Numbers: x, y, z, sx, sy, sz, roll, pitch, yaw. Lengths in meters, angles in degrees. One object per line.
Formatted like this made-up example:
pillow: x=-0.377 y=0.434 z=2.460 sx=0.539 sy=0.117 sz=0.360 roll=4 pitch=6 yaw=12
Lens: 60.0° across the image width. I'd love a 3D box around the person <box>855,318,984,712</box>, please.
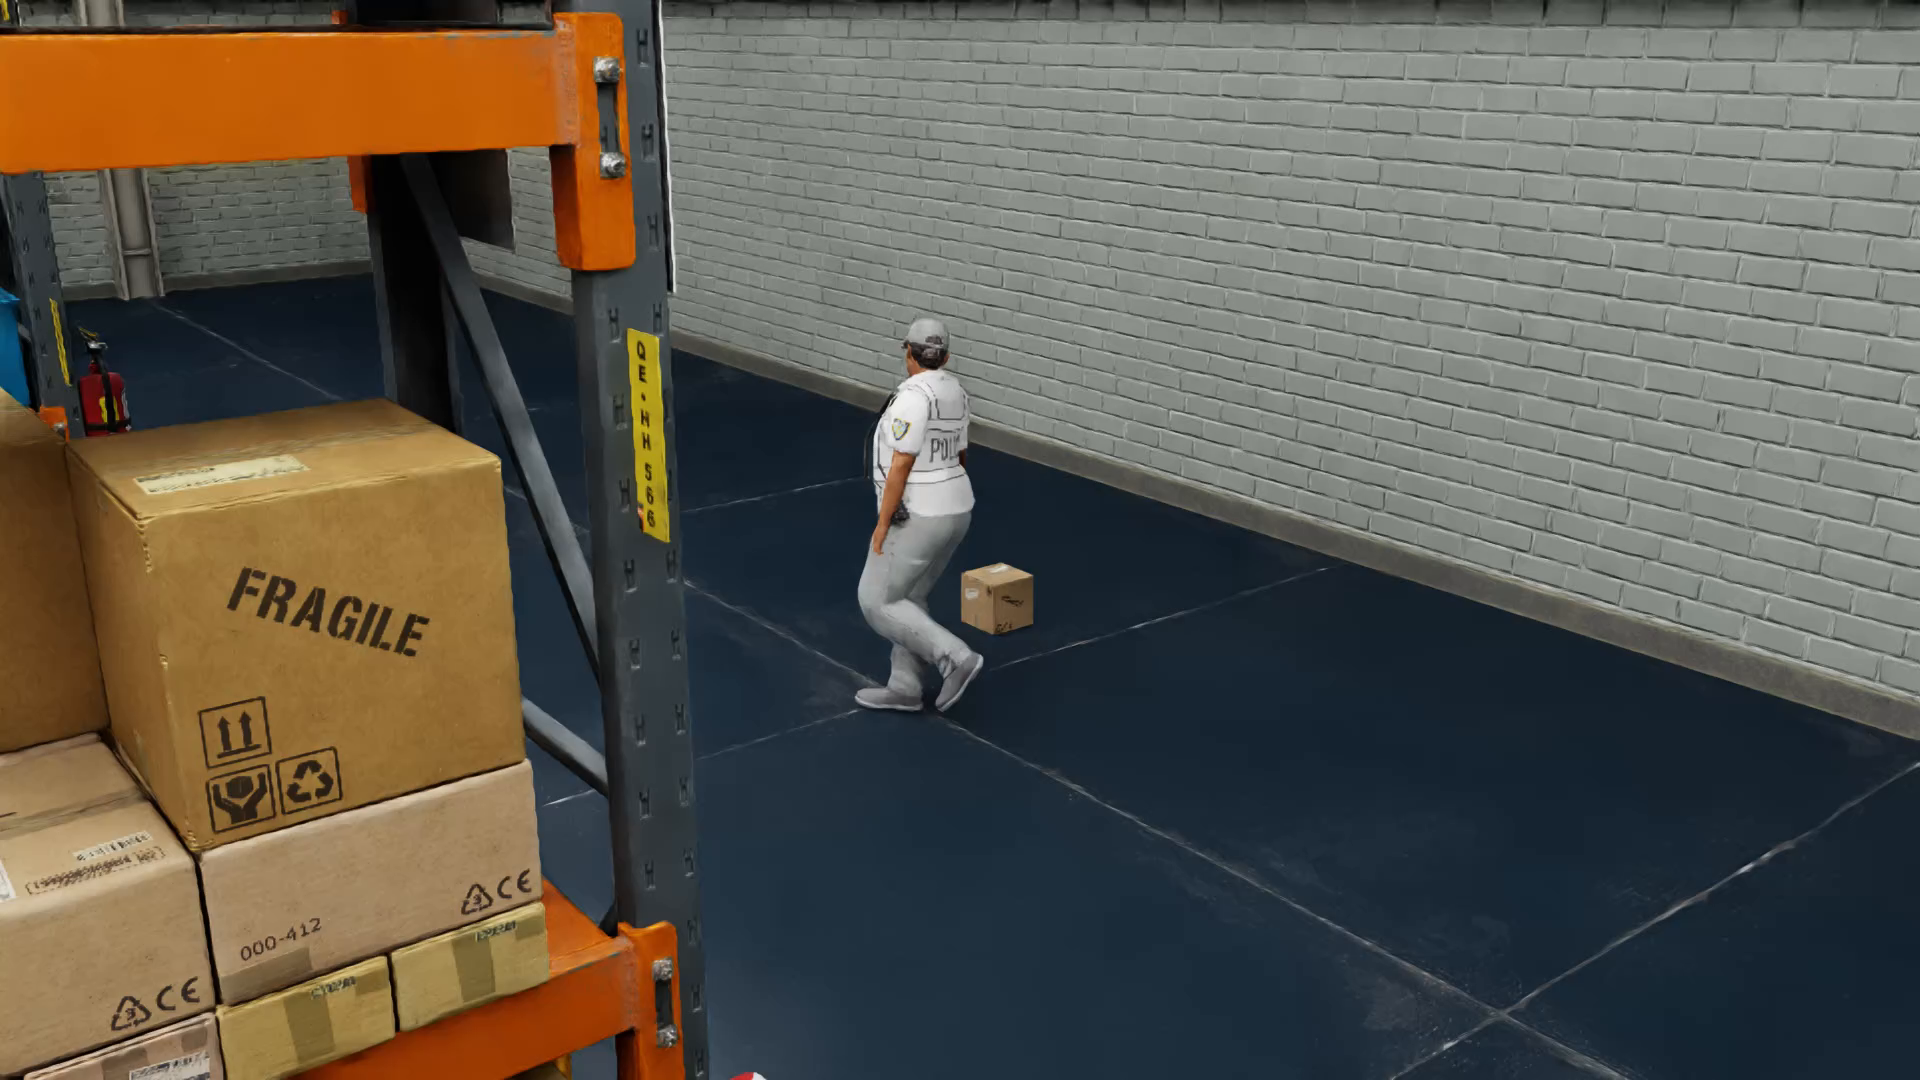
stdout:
person: x=-0.124 y=-0.075 z=6.823 sx=0.614 sy=1.632 sz=0.555 roll=8 pitch=19 yaw=23
